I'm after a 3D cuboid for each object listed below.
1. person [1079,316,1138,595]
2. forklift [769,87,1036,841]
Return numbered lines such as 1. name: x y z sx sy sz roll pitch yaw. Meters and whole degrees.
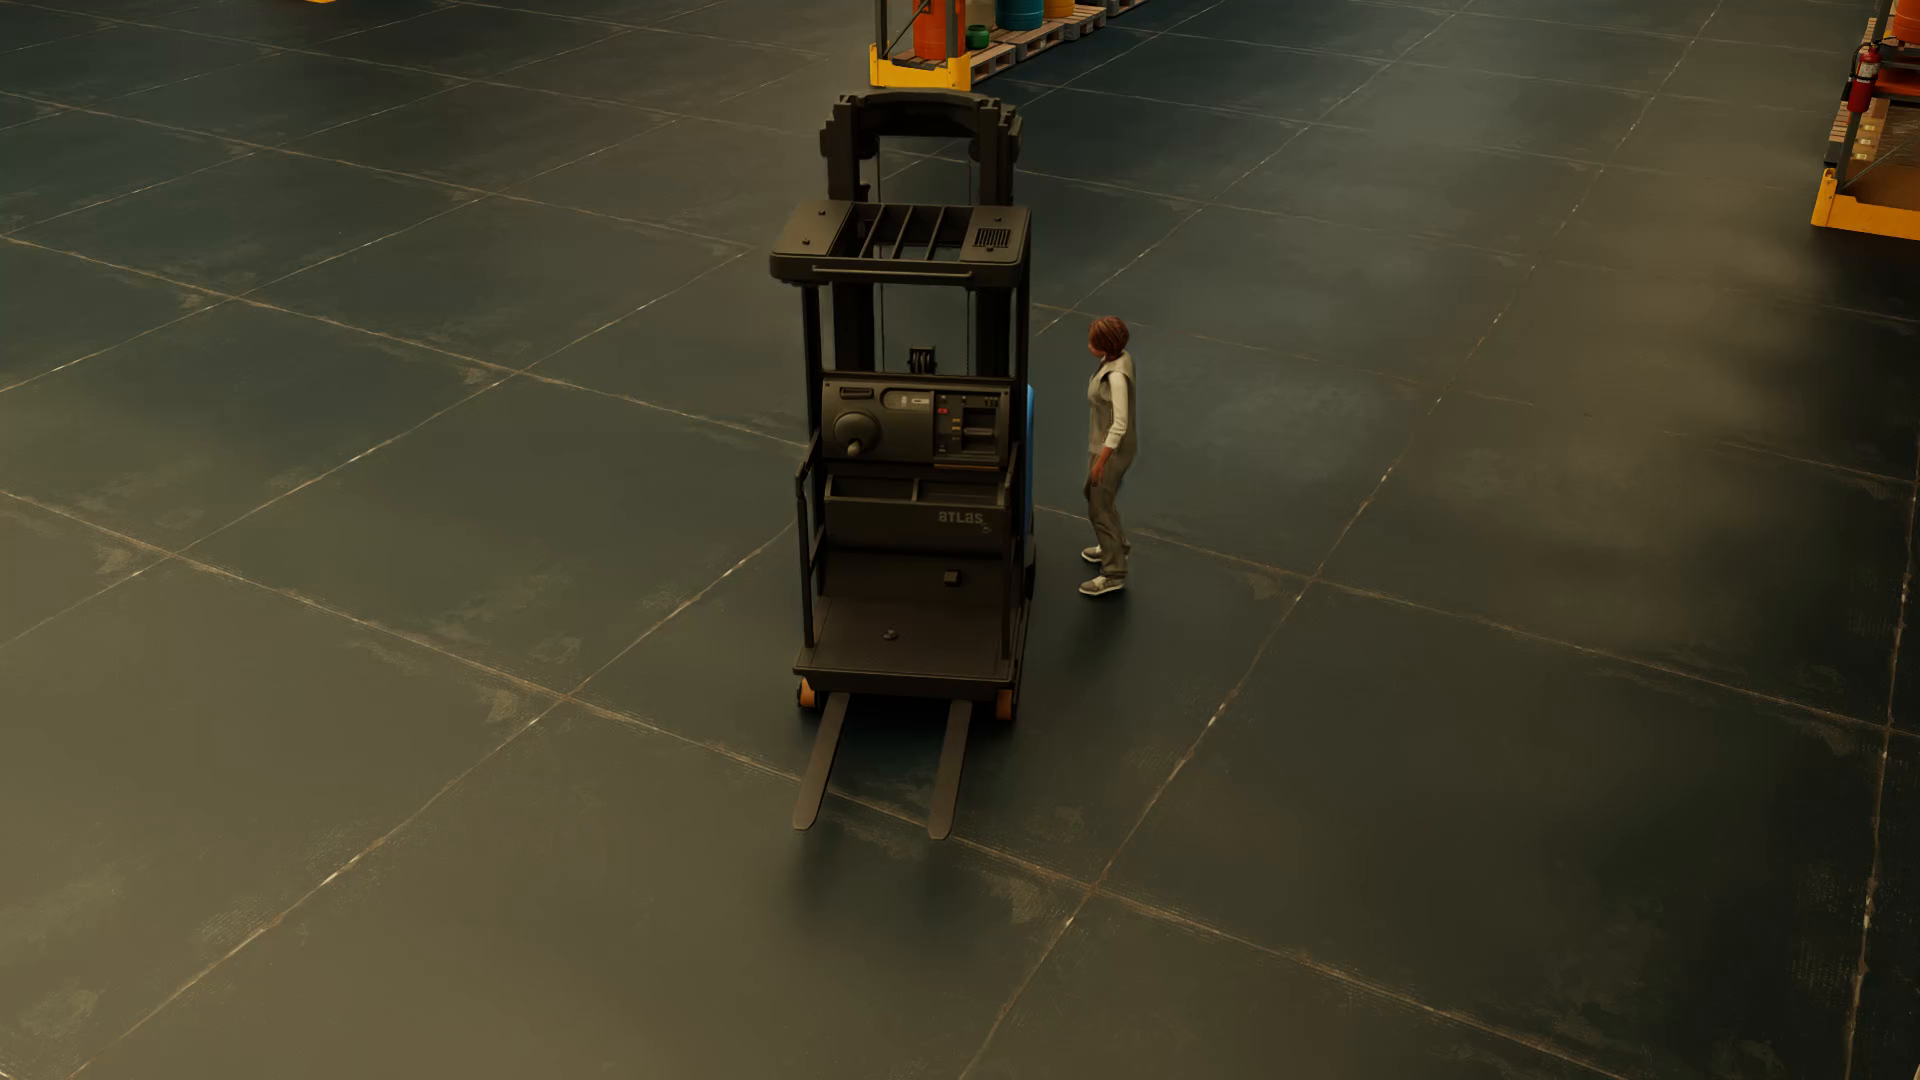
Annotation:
1. person: 0.844 -0.512 9.321 0.305 1.573 0.636 2 30 3
2. forklift: -0.238 -0.534 7.996 1.130 2.935 3.031 3 30 5
